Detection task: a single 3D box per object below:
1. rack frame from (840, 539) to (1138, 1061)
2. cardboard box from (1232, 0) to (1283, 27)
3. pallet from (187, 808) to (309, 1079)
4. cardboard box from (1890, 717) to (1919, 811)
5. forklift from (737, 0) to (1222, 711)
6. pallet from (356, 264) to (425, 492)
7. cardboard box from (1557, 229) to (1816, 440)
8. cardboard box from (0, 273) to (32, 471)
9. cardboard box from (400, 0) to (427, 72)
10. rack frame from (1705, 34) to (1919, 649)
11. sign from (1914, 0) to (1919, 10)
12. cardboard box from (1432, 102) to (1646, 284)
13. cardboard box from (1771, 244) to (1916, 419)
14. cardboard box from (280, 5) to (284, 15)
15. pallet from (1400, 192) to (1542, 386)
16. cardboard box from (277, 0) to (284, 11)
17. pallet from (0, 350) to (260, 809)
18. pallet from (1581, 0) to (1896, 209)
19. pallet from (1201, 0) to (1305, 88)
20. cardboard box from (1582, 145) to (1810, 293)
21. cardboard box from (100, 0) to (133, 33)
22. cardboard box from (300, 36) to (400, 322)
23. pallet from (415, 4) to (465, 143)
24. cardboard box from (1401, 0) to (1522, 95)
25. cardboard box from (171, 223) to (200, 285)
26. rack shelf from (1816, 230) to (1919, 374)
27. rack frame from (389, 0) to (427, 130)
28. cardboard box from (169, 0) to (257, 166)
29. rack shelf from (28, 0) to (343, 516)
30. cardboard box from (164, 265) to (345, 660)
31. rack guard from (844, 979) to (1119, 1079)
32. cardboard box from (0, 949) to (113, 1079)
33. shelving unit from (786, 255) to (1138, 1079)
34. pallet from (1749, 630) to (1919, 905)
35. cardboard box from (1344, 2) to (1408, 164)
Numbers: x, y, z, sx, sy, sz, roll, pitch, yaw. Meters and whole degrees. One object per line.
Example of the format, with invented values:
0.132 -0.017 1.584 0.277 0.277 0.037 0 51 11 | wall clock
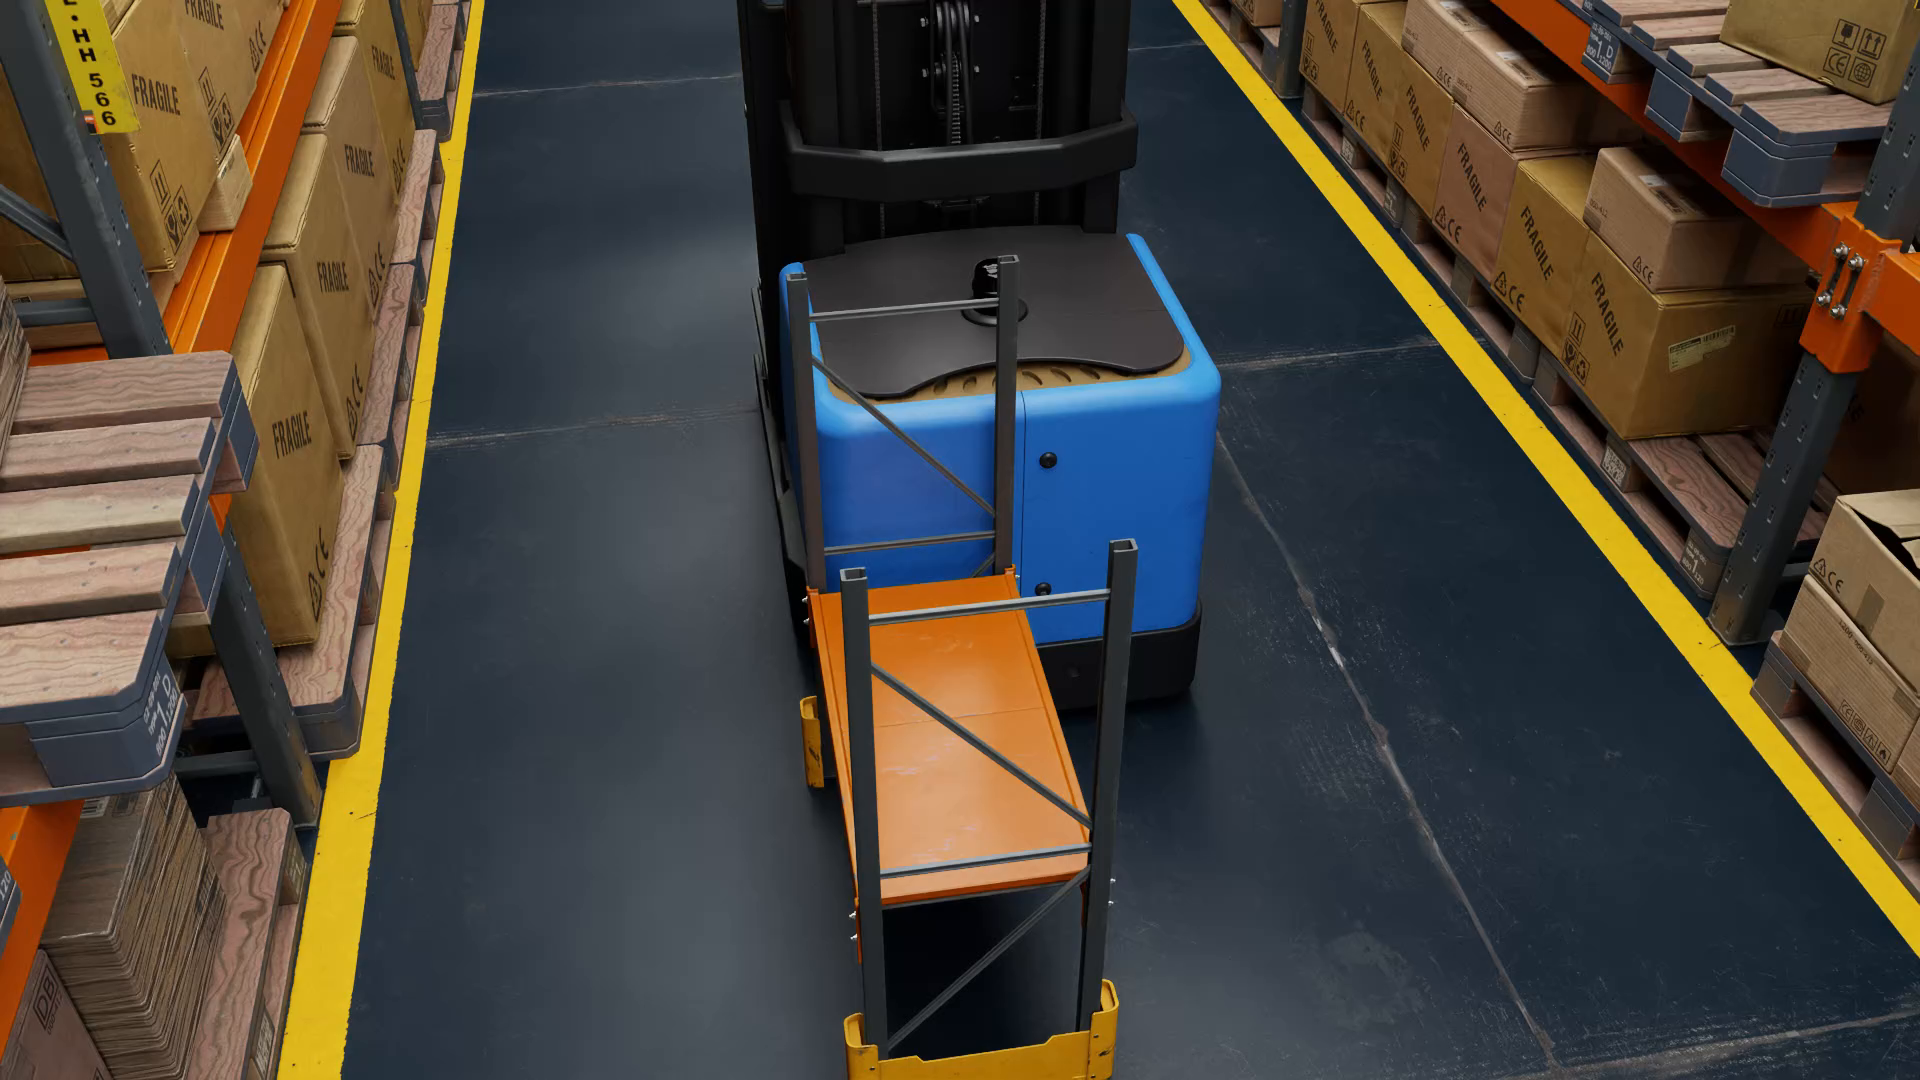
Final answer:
0.050 0.624 3.224 0.500 1.500 0.032 -6 38 -8 | rack frame
1.635 -2.874 8.184 0.500 0.500 0.500 -6 38 -8 | cardboard box
-2.026 1.150 3.597 1.003 0.211 1.213 -6 38 -8 | pallet
2.607 0.613 3.914 0.500 0.250 0.500 -7 38 -9 | cardboard box
-0.112 -1.538 4.840 1.130 2.935 3.031 -6 38 -8 | forklift
-2.436 -0.541 5.775 1.003 0.211 1.213 -6 38 -8 | pallet
2.320 -0.684 5.365 0.500 0.500 0.500 -5 38 -6 | cardboard box
-2.069 -0.353 2.820 0.700 0.500 0.500 -11 39 -13 | cardboard box
-2.893 -2.480 7.693 0.700 0.500 0.500 -6 38 -7 | cardboard box
2.715 -0.958 4.038 1.000 3.000 0.127 -6 38 -8 | rack frame
2.183 -1.320 3.625 0.100 0.325 0.005 -6 38 -8 | sign
2.132 -1.313 6.174 0.500 0.500 0.500 -8 38 -10 | cardboard box
2.819 -0.766 5.470 0.500 0.500 0.500 -8 38 -10 | cardboard box
-2.310 -1.640 5.105 0.380 0.149 0.250 -5 38 -7 | cardboard box
2.411 -1.047 6.426 1.003 0.211 1.213 -6 38 -8 | pallet
-2.262 -1.840 4.833 0.500 0.500 0.500 -5 38 -7 | cardboard box
-1.931 0.072 2.869 1.213 0.211 1.003 -6 38 -8 | pallet
2.527 -1.284 4.614 1.213 0.211 1.003 -6 38 -8 | pallet
1.894 -2.688 8.538 1.003 0.211 1.213 -6 38 -8 | pallet
2.306 -1.014 5.178 0.500 0.250 0.500 -5 38 -6 | cardboard box
-1.992 -1.203 3.402 0.500 0.250 0.500 -5 38 -7 | cardboard box
-2.462 -1.241 5.812 0.750 0.750 0.750 -5 38 -7 | cardboard box
-2.919 -2.205 7.917 1.003 0.211 1.213 -6 38 -8 | pallet
2.034 -1.934 6.363 0.500 0.250 0.500 -6 38 -8 | cardboard box
-2.026 -0.709 3.905 0.380 0.149 0.250 -6 38 -7 | cardboard box
3.066 0.534 2.704 1.077 0.370 4.000 -6 38 -8 | rack shelf
-2.862 -2.839 6.459 1.000 3.000 0.127 -6 38 -8 | rack frame
-2.077 -1.226 4.043 0.500 0.500 0.500 -5 38 -6 | cardboard box
-2.512 -1.347 5.125 1.077 0.370 4.000 -6 38 -8 | rack shelf
-2.161 -0.198 4.470 0.750 0.750 0.750 -7 38 -9 | cardboard box
0.047 1.106 3.622 0.587 0.250 0.087 -6 38 -8 | rack guard
-2.008 1.143 3.012 0.700 0.500 0.500 -6 38 -8 | cardboard box
-0.037 0.312 3.626 0.587 1.500 1.083 -6 38 -8 | shelving unit
2.821 0.645 4.248 1.003 0.211 1.213 -6 38 -8 | pallet
1.963 -1.921 6.957 0.500 0.500 0.500 -6 38 -7 | cardboard box
